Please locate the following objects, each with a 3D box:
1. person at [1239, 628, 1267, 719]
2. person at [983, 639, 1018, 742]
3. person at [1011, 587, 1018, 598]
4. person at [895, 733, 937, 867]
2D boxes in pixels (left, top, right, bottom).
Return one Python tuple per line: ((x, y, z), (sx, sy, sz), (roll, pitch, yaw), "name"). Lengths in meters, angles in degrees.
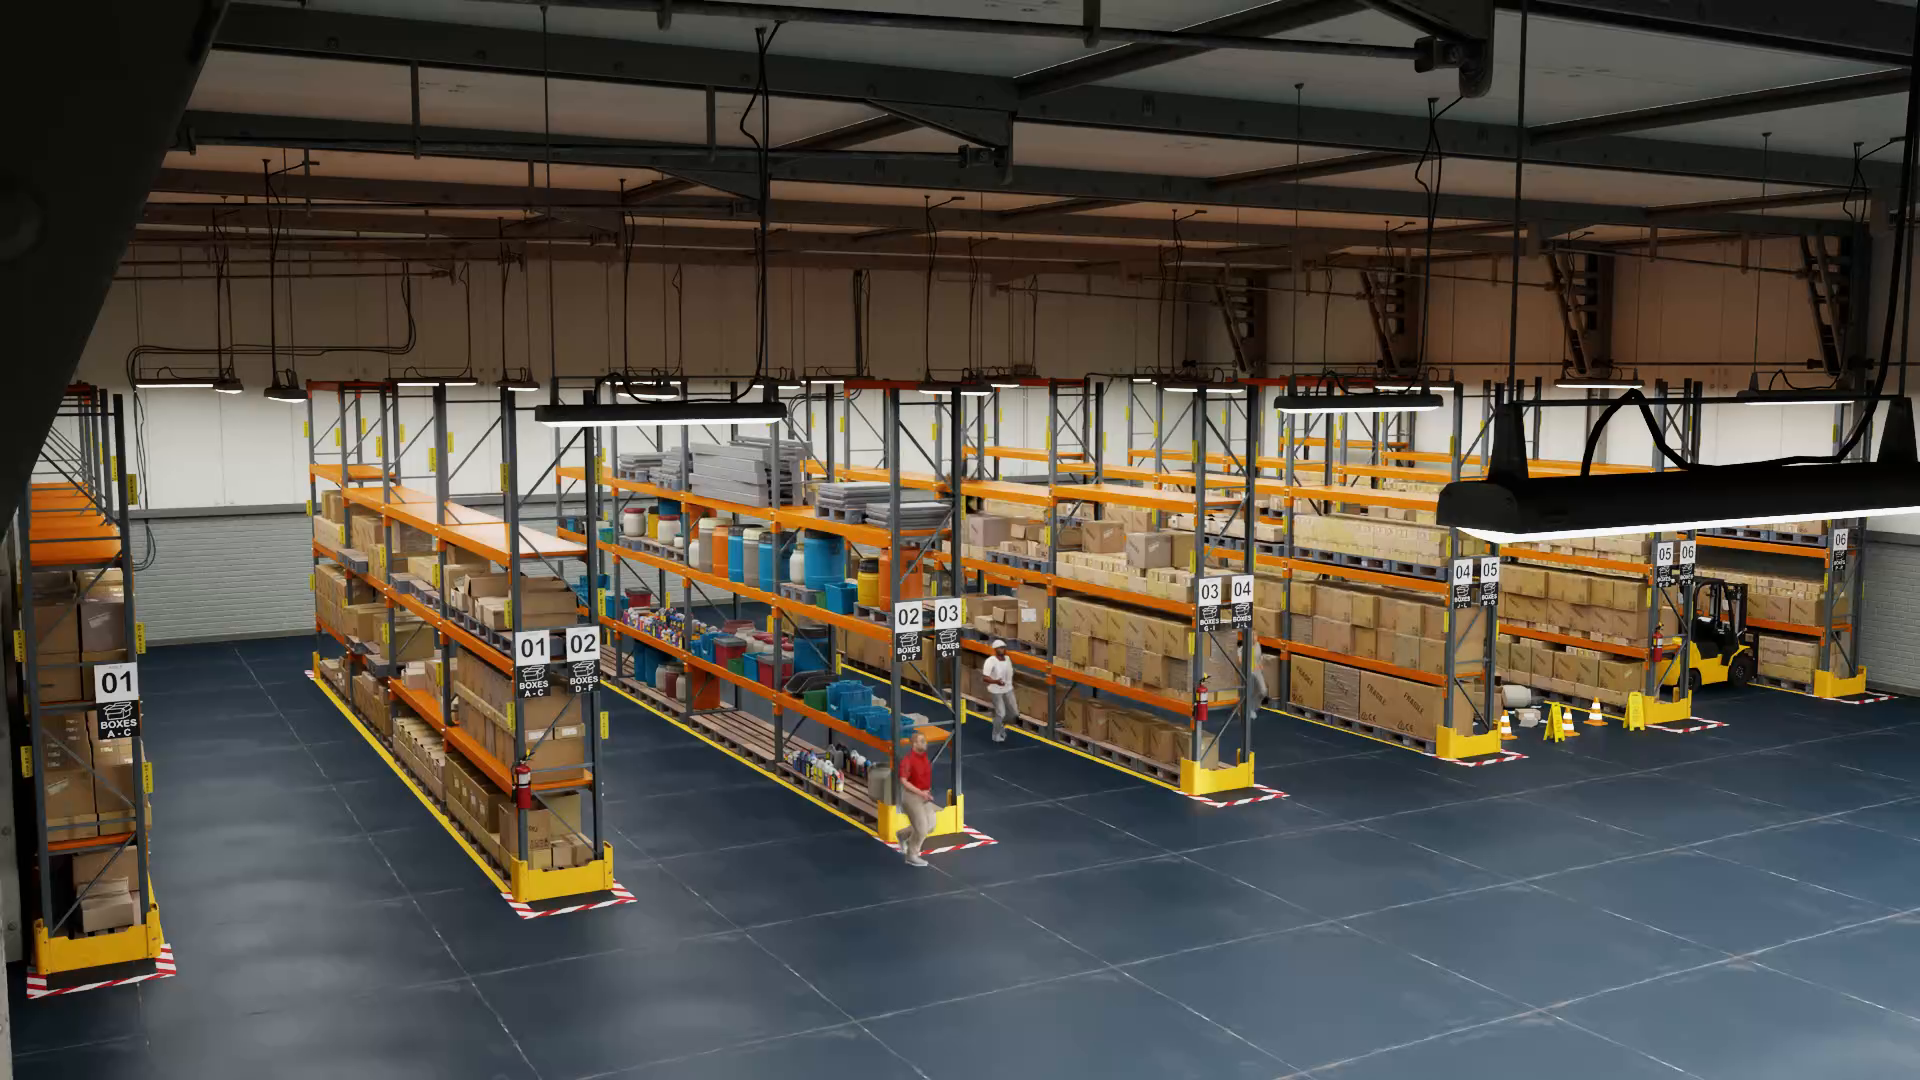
((5.204, 2.377, 29.474), (0.584, 1.651, 0.638), (-3, 7, -28), "person")
((0.723, 2.516, 27.703), (0.686, 1.721, 0.593), (-4, 7, -36), "person")
((1.455, 1.018, 41.838), (0.900, 1.778, 0.726), (4, 7, 34), "person")
((-0.552, 3.266, 21.047), (0.598, 1.684, 0.696), (3, 7, 23), "person")
